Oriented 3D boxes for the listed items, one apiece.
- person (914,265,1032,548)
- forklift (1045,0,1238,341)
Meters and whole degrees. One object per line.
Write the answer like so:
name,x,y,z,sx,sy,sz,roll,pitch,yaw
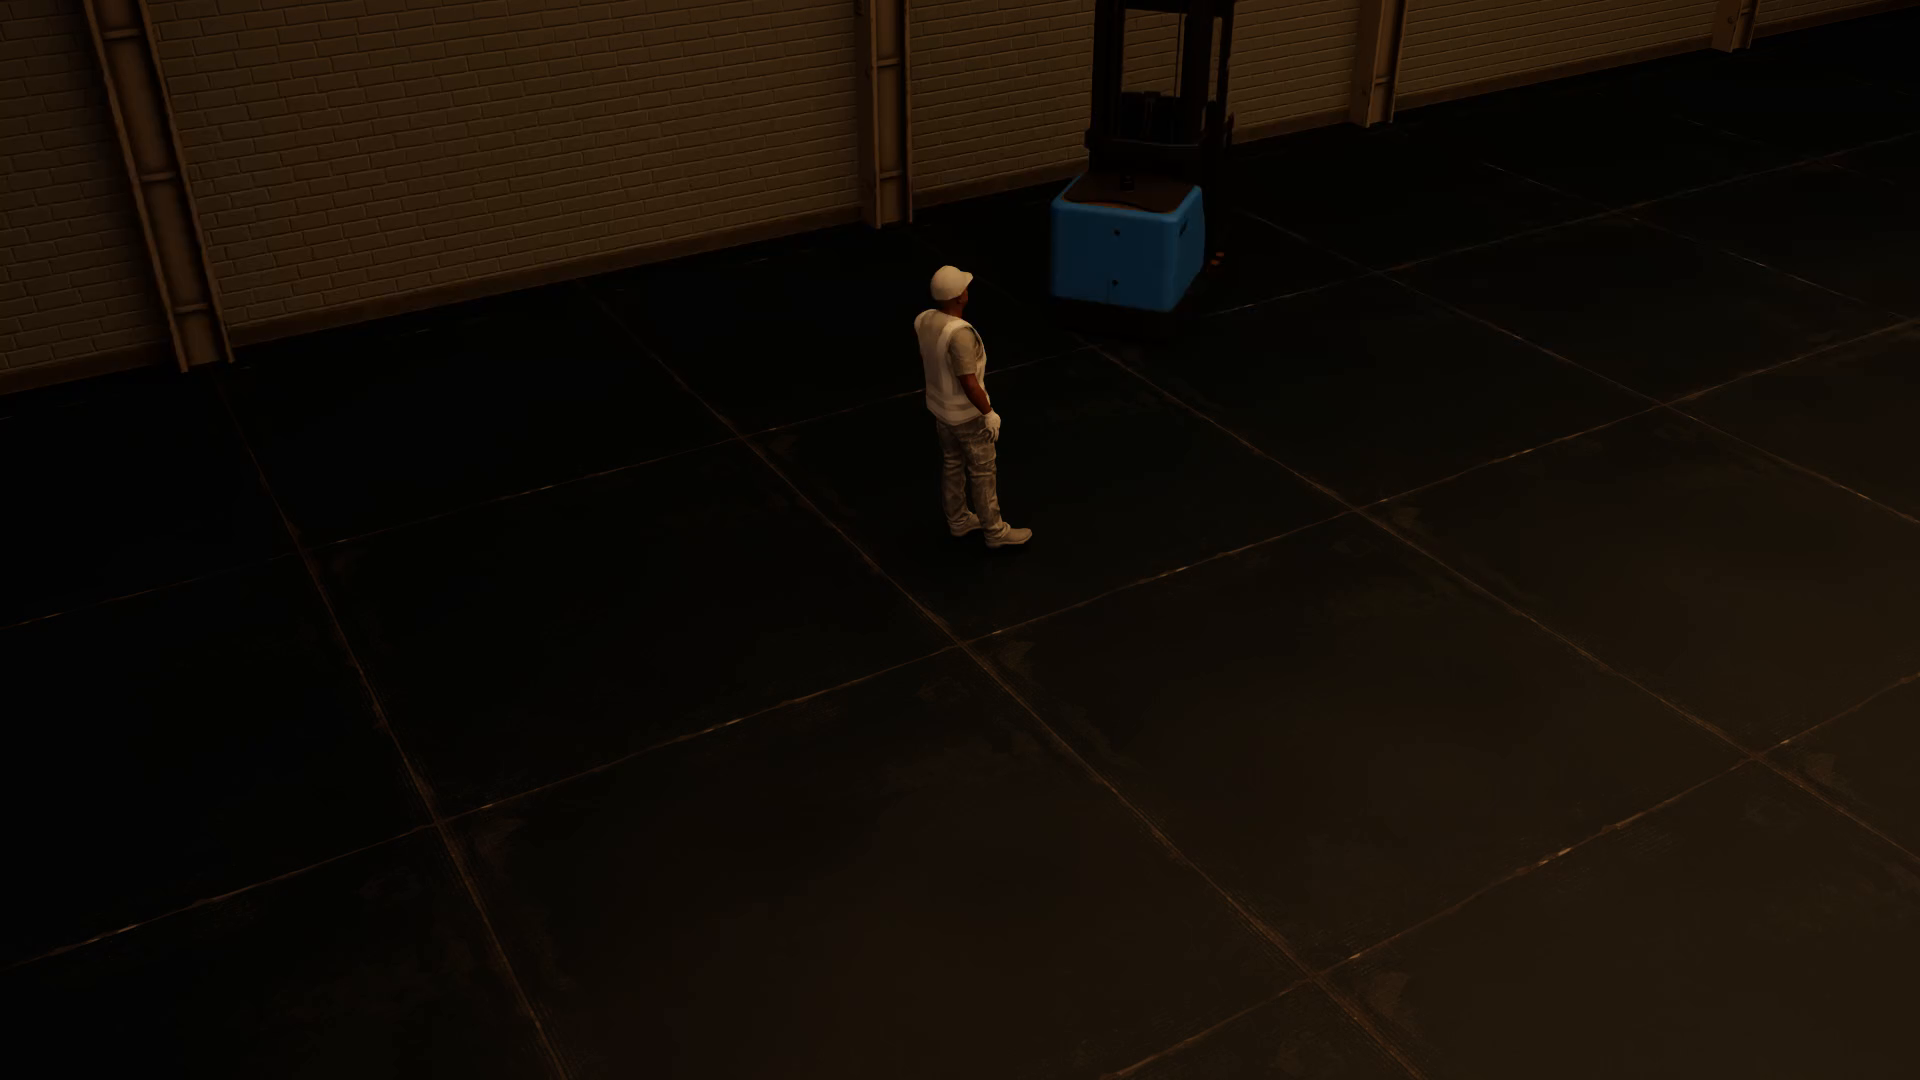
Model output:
person,0.066,-0.821,10.042,0.577,1.781,0.656,-17,35,-26
forklift,1.679,-3.553,13.581,1.130,2.935,3.031,11,33,18
